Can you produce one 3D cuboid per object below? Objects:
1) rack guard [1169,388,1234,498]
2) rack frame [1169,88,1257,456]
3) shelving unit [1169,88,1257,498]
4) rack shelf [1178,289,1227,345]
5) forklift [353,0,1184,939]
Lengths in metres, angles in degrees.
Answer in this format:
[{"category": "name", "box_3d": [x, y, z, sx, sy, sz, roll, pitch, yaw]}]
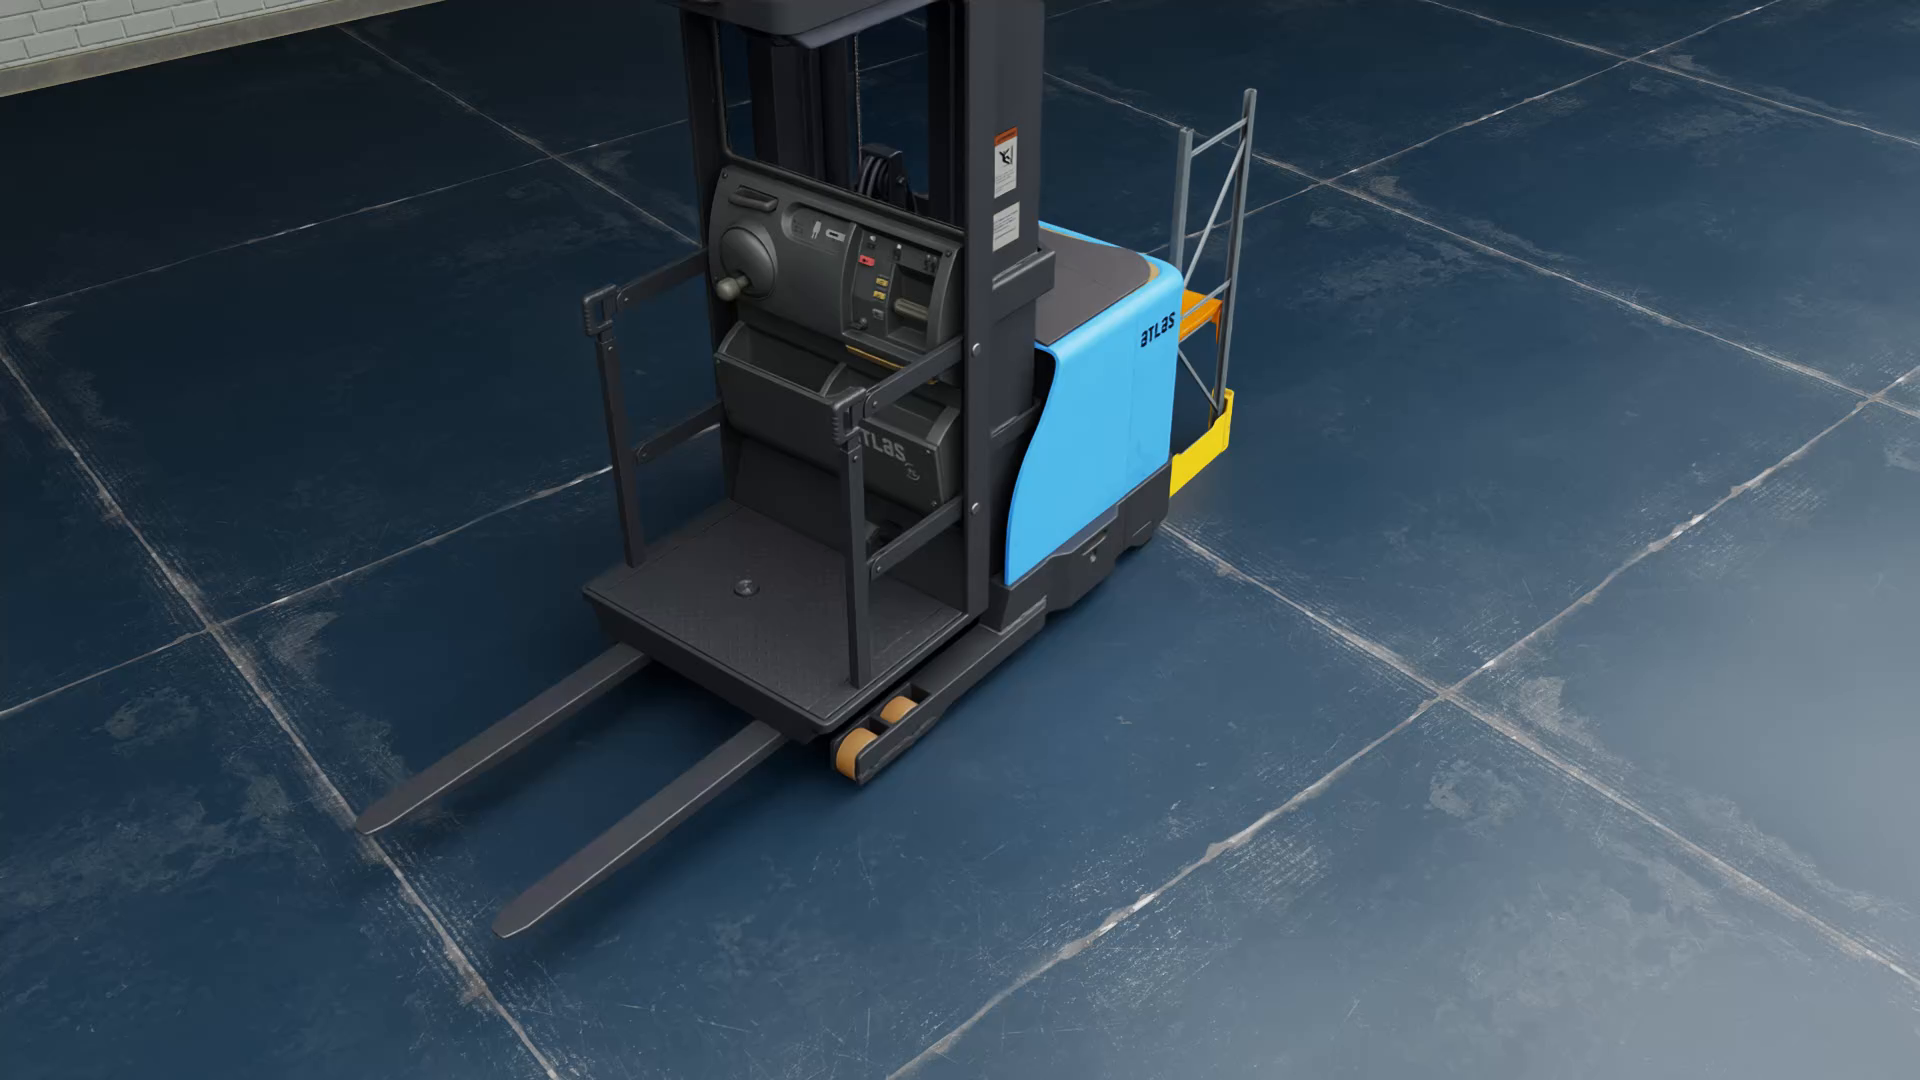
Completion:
[{"category": "rack guard", "box_3d": [0.897, -0.368, 6.553, 0.087, 0.250, 0.587, 23, 41, 29]}, {"category": "rack frame", "box_3d": [0.898, -0.878, 6.192, 0.032, 1.500, 0.500, 23, 41, 29]}, {"category": "shelving unit", "box_3d": [0.495, -1.048, 6.432, 1.083, 1.500, 0.587, 23, 41, 29]}, {"category": "rack shelf", "box_3d": [0.488, -0.904, 6.540, 1.000, 0.185, 0.538, 23, 41, 29]}, {"category": "forklift", "box_3d": [-0.522, -0.768, 4.798, 1.130, 2.935, 3.031, 25, 42, 30]}]
